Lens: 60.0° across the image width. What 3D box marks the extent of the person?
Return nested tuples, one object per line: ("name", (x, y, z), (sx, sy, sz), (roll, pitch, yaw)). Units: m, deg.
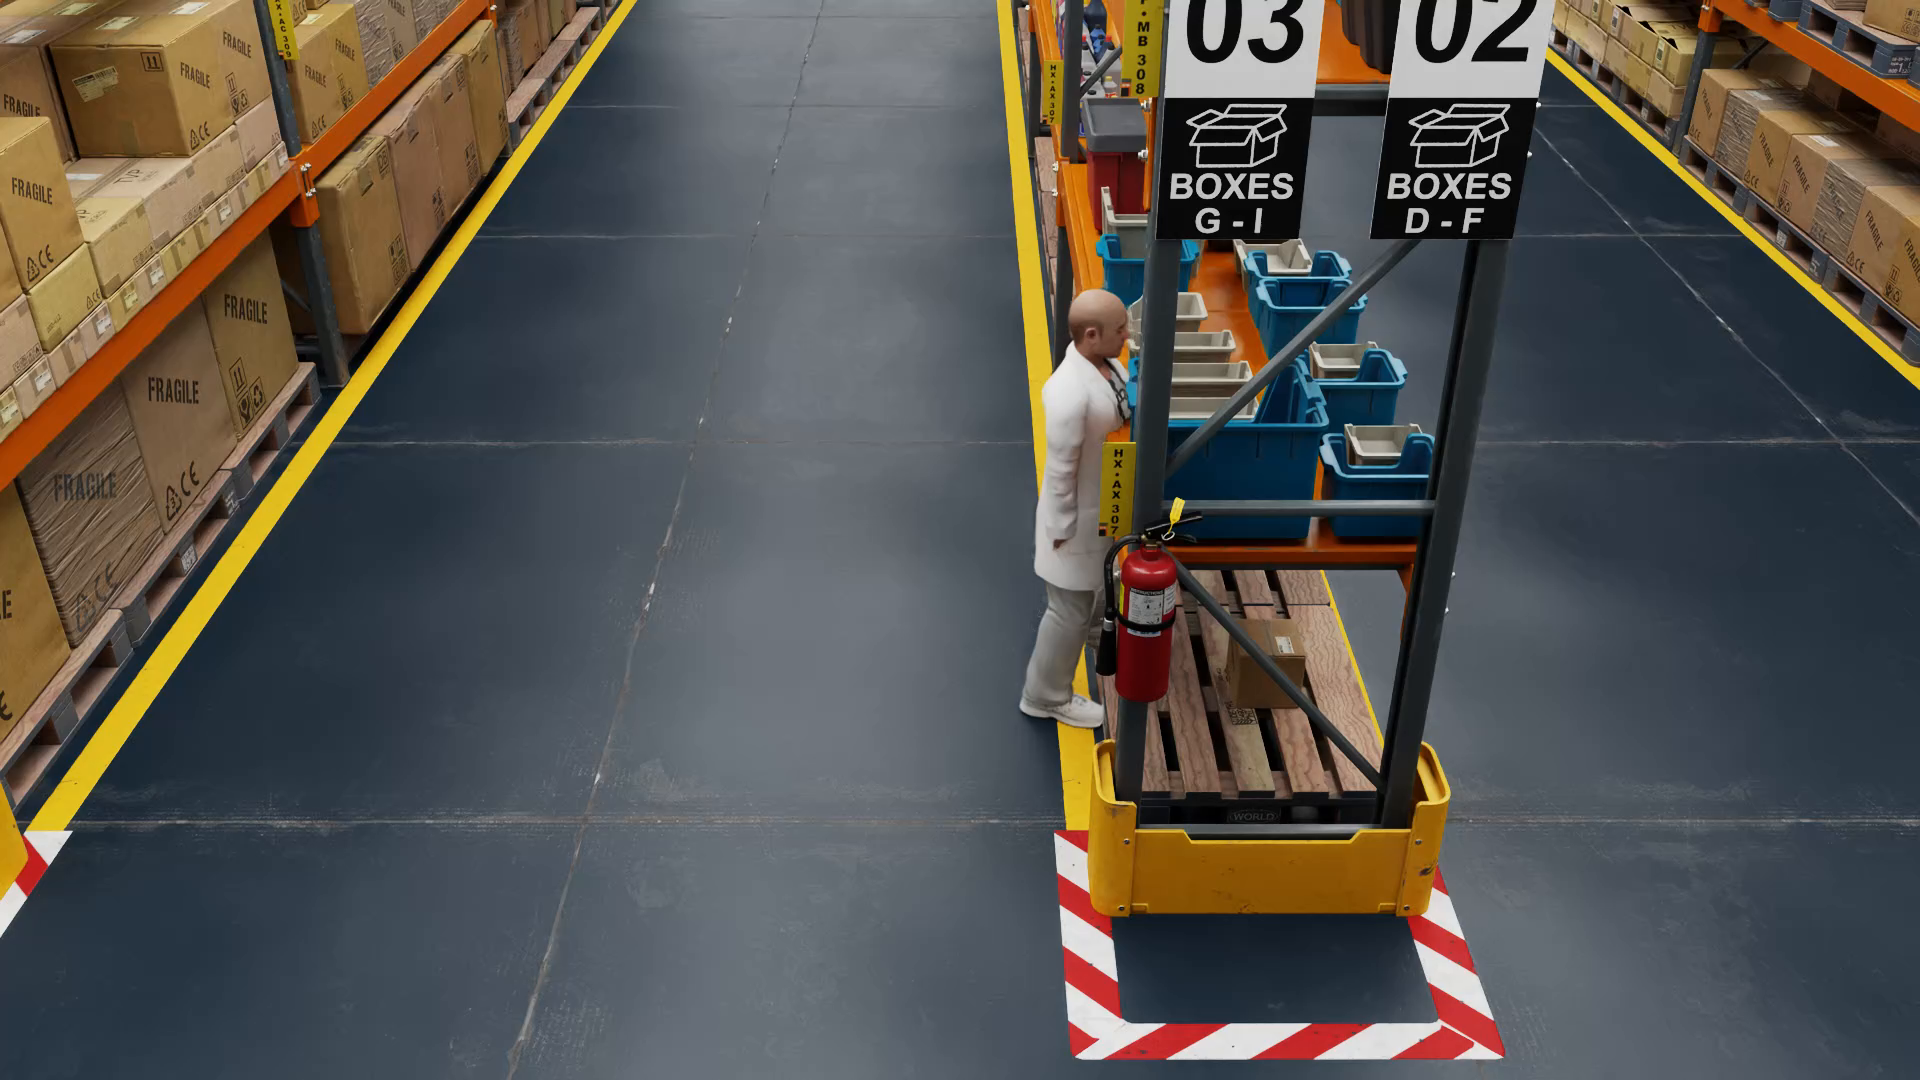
("person", (0.534, -0.113, 6.331), (0.512, 1.780, 0.562), (10, 32, 16))
